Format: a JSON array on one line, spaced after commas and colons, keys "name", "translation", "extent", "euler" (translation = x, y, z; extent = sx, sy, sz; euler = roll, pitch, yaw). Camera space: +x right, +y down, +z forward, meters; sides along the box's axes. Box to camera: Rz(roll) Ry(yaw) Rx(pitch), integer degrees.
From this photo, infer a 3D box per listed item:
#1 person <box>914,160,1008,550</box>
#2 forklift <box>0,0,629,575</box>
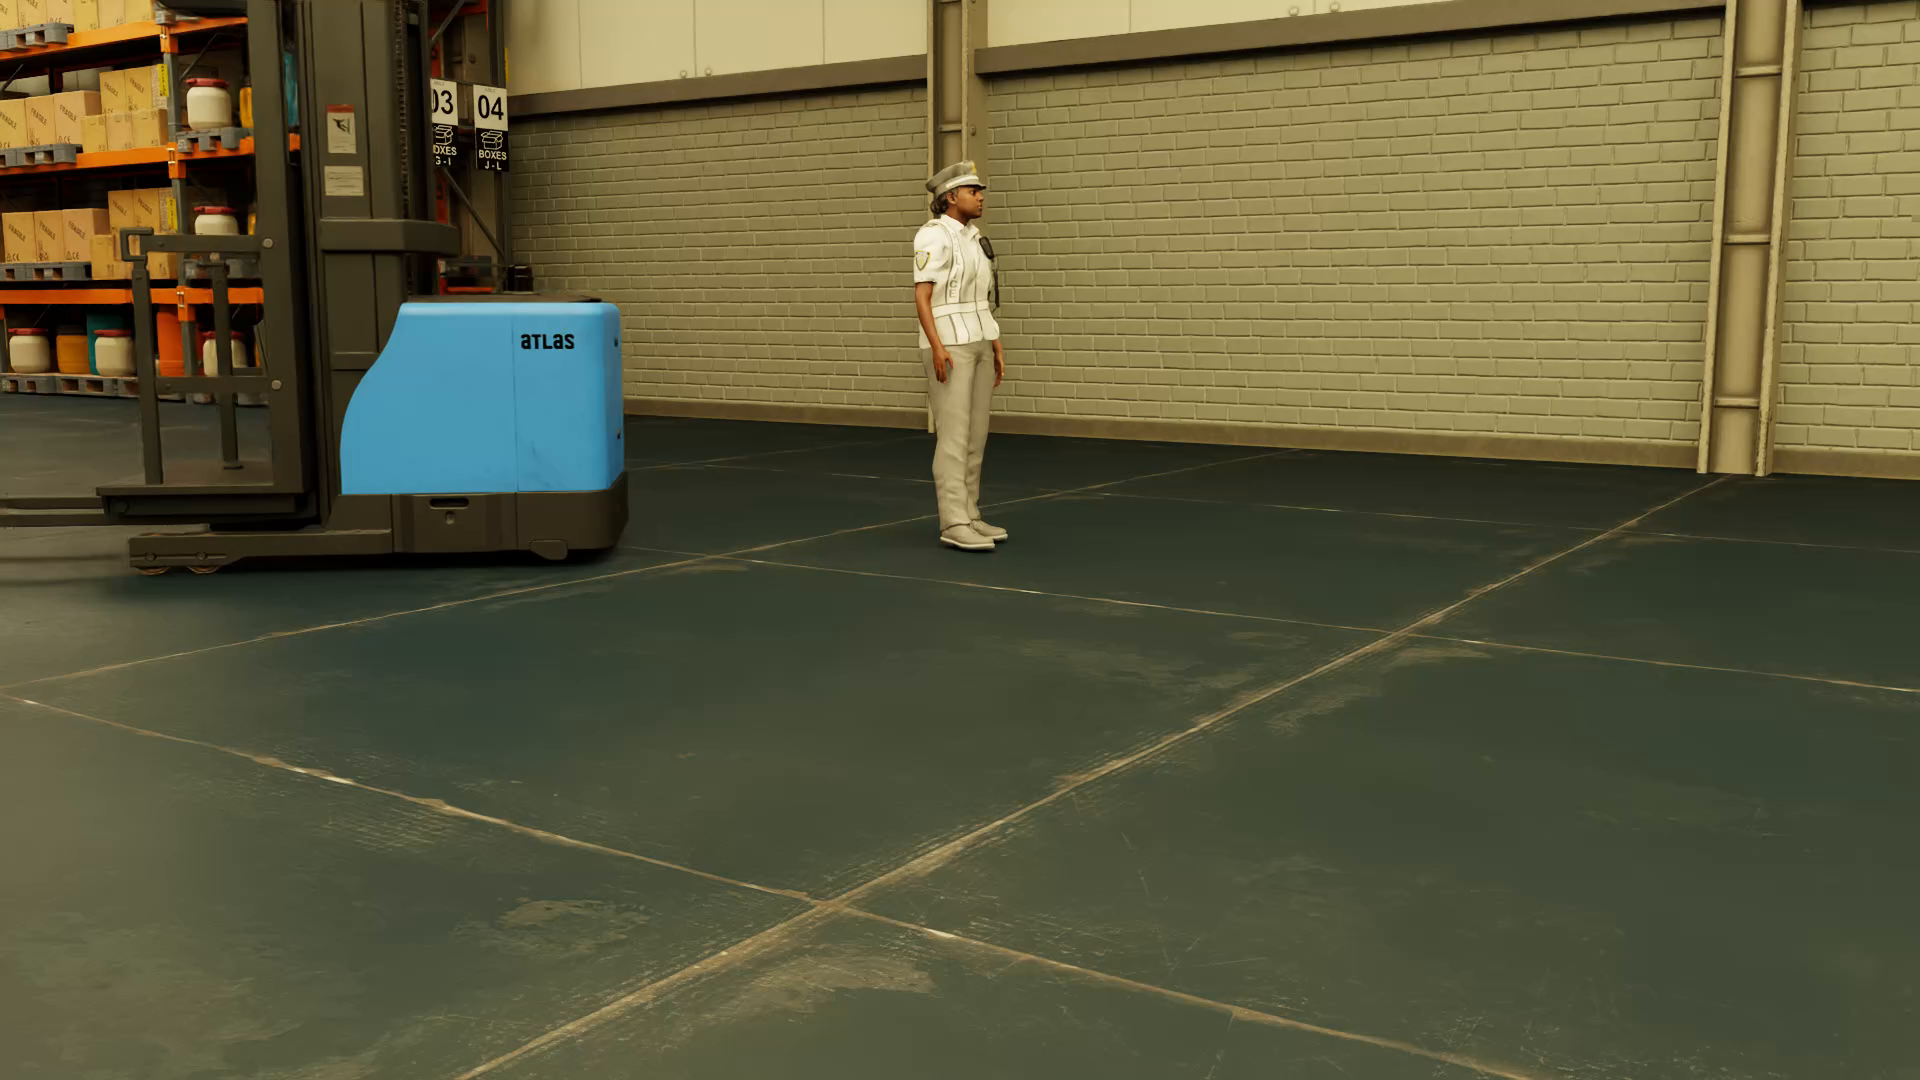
[{"name": "person", "translation": [0.051, -0.838, 7.425], "extent": [0.528, 1.695, 0.569], "euler": [5, 10, 34]}, {"name": "forklift", "translation": [-2.997, -1.390, 6.967], "extent": [3.031, 2.935, 1.130], "euler": [-1, 8, -7]}]
